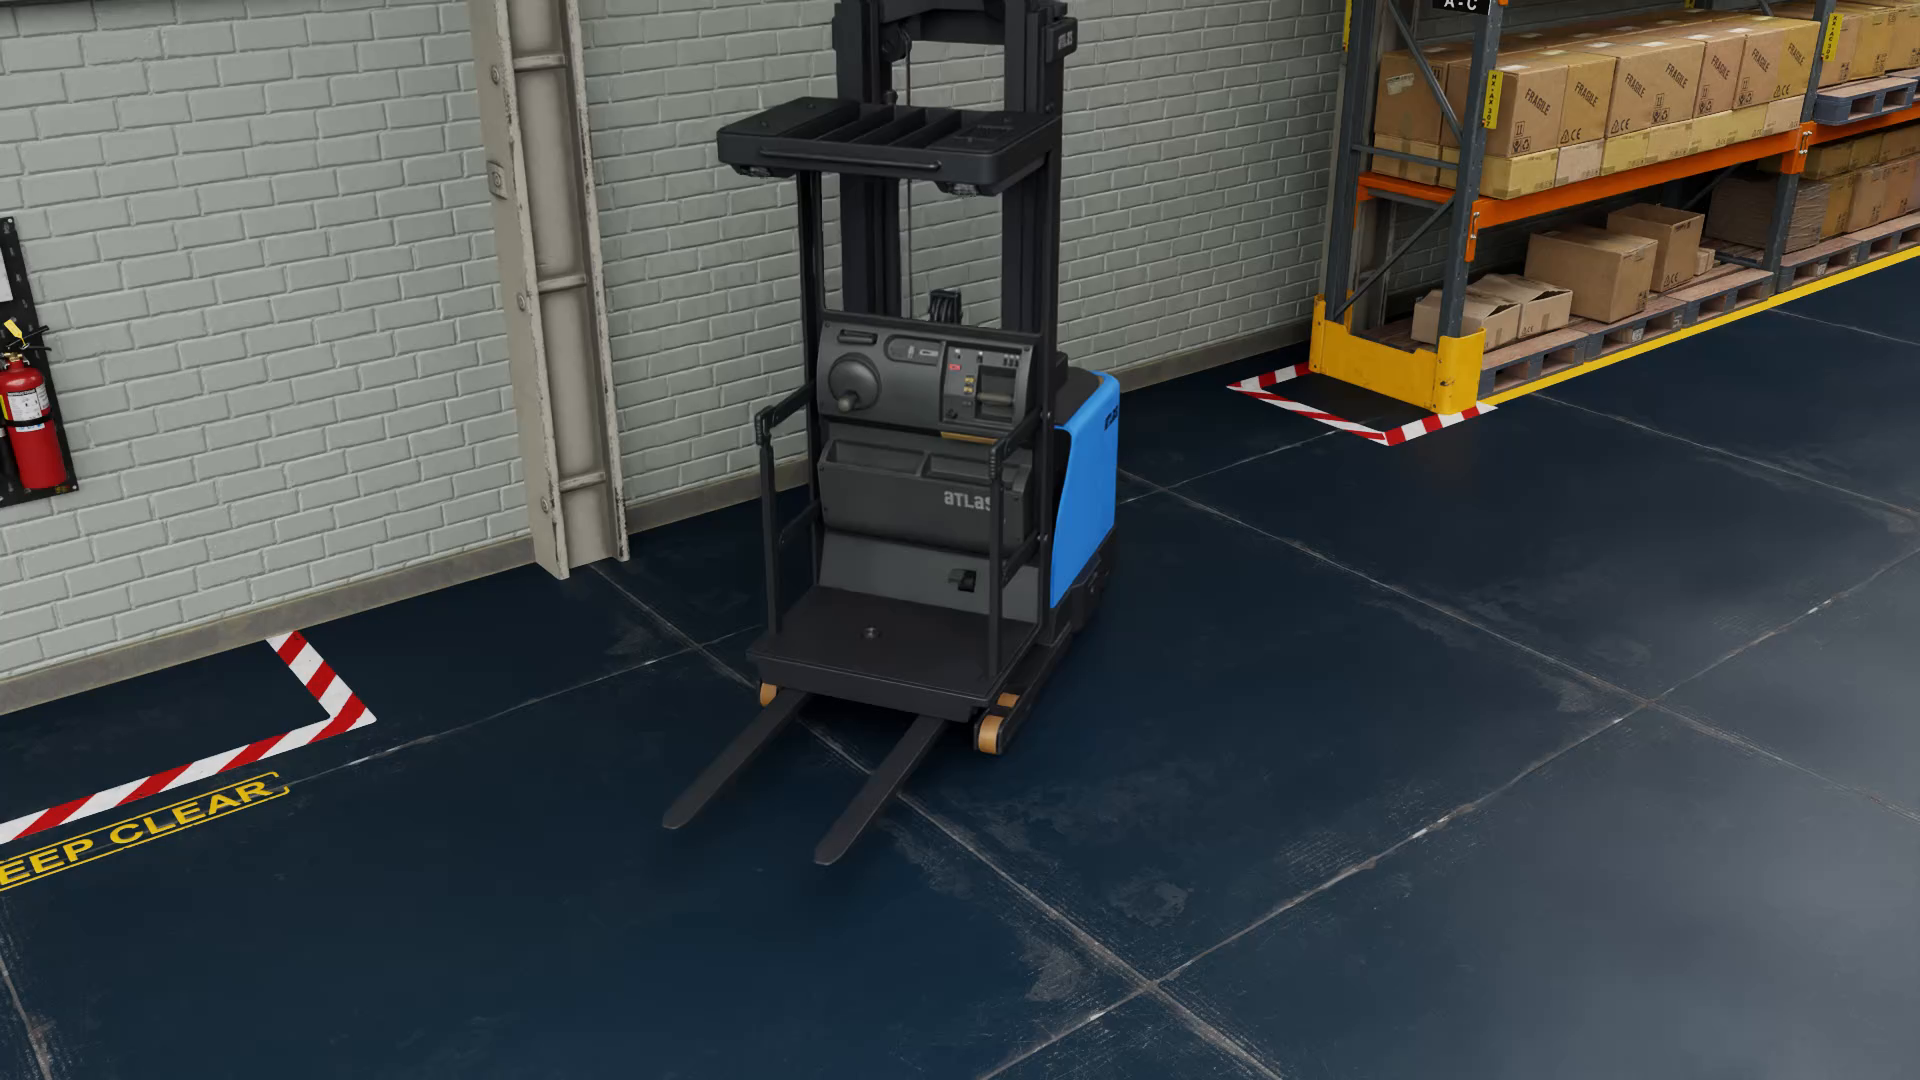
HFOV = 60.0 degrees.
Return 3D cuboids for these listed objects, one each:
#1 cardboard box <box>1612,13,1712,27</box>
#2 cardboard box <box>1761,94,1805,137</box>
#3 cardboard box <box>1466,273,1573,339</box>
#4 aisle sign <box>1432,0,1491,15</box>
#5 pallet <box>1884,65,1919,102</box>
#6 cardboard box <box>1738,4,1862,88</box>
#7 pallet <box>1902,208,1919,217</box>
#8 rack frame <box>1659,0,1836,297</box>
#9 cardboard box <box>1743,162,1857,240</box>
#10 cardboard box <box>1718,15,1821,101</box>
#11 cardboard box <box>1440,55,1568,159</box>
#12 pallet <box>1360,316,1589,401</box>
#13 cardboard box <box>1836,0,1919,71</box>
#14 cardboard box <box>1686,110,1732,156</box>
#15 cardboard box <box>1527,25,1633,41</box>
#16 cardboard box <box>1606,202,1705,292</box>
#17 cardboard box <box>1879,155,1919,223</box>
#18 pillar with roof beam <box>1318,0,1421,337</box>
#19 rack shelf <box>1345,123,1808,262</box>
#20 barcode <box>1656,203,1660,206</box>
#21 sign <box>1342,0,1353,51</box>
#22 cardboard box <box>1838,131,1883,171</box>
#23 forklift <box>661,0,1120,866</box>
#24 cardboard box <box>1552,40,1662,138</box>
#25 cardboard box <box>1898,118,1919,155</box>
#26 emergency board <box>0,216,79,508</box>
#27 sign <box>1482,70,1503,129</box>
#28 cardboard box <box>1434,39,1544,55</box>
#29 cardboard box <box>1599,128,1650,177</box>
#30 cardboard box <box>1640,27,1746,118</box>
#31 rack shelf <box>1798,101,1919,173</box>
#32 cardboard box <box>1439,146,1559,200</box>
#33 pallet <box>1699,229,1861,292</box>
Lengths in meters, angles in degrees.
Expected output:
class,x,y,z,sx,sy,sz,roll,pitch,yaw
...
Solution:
class,x,y,z,sx,sy,sz,roll,pitch,yaw
cardboard box,5.003,-3.487,11.964,0.500,0.500,0.500,-18,31,-34
cardboard box,5.725,-3.109,12.041,0.500,0.250,0.500,-18,30,-34
cardboard box,3.812,-1.631,11.372,0.500,0.311,0.500,-15,29,-30
aisle sign,2.892,-3.414,9.455,0.004,0.787,0.394,-18,31,-34
pallet,7.526,-3.816,13.637,1.213,0.211,1.003,-18,31,-34
cardboard box,6.333,-3.758,12.642,0.500,0.500,0.700,-18,30,-34
pallet,8.443,-2.963,14.885,1.213,0.211,1.003,-18,31,-34
rack frame,5.911,-3.392,12.495,0.127,3.000,1.000,-18,31,-34
cardboard box,6.856,-2.805,13.678,0.500,0.500,0.700,-19,31,-35
cardboard box,5.730,-3.448,11.879,0.500,0.500,0.500,-18,31,-34
cardboard box,3.325,-2.658,10.178,0.500,0.500,0.500,-18,31,-34
pallet,3.484,-1.307,11.315,1.213,0.211,1.003,-18,31,-34
cardboard box,7.276,-4.082,13.340,0.500,0.500,0.700,-14,28,-27
cardboard box,4.942,-2.847,11.475,0.500,0.250,0.500,-18,31,-34
cardboard box,4.206,-3.221,11.390,0.500,0.500,0.500,-18,30,-33
cardboard box,5.119,-2.175,12.319,0.500,0.500,0.500,-21,32,-38
cardboard box,7.674,-3.058,14.224,0.500,0.500,0.700,-18,31,-34
pillar with roof beam,5.437,-4.116,6.930,0.400,9.000,9.100,-18,31,-34
rack shelf,4.337,-2.546,11.527,4.000,0.370,1.077,-18,31,-34
barcode,5.338,-2.542,12.730,0.075,0.075,0.001,-18,31,-34
sign,2.437,-3.210,10.353,0.005,0.325,0.100,-18,31,-34
cardboard box,7.232,-3.246,13.738,0.500,0.250,0.500,-19,31,-35
forklift,-0.226,-0.642,6.651,1.130,2.935,3.031,9,26,19
cardboard box,4.130,-2.916,10.733,0.500,0.500,0.500,-19,31,-36
cardboard box,8.037,-3.505,14.295,0.500,0.250,0.500,-18,30,-33
emergency board,-3.909,-0.633,6.551,0.643,1.169,0.194,-18,31,-34
sign,3.098,-2.566,9.687,0.005,0.325,0.100,-18,31,-34
cardboard box,3.405,-2.954,10.816,0.500,0.500,0.500,-18,30,-33
cardboard box,4.148,-2.585,10.912,0.500,0.250,0.500,-19,31,-35
cardboard box,4.938,-3.189,11.322,0.500,0.500,0.500,-19,31,-35
rack shelf,7.485,-3.585,13.766,4.000,0.370,1.077,-18,31,-34
cardboard box,3.343,-2.315,10.330,0.500,0.250,0.500,-19,31,-35
pallet,6.523,-2.330,13.519,1.213,0.211,1.003,-18,31,-34
